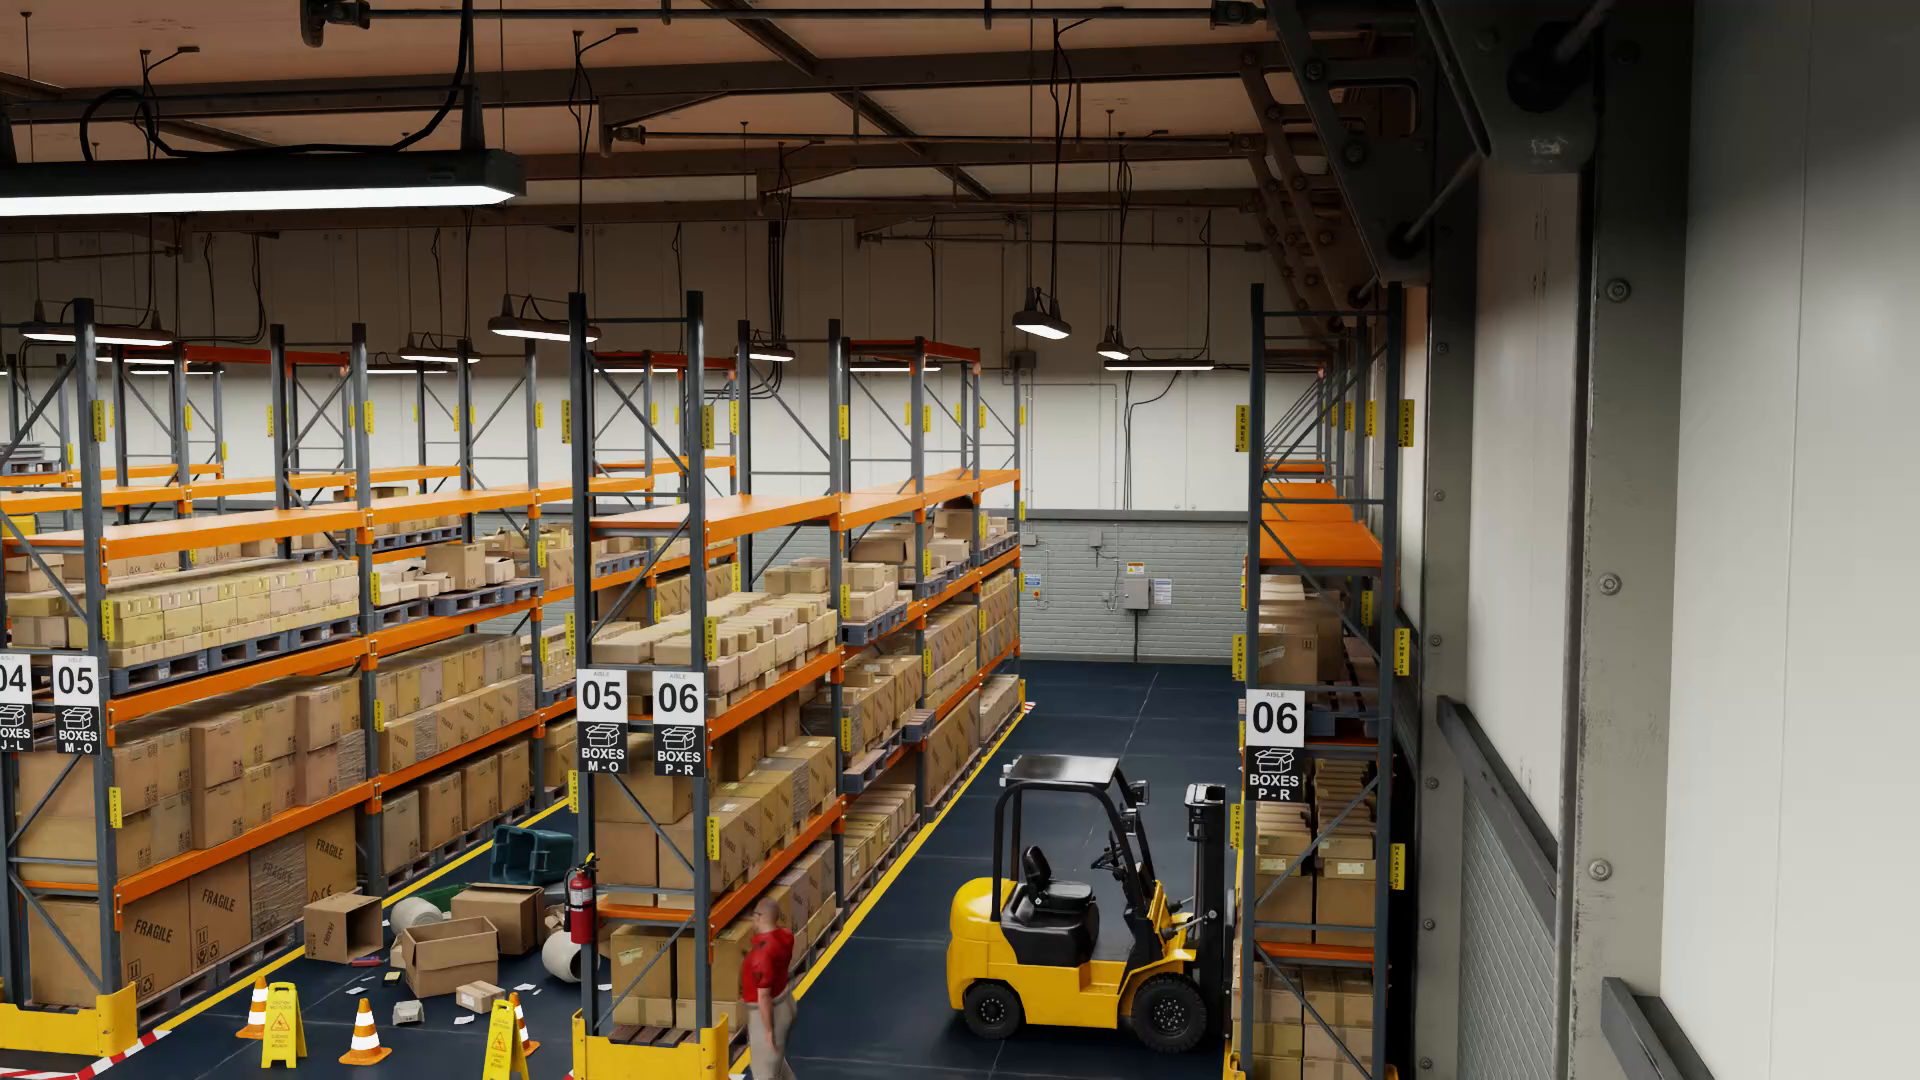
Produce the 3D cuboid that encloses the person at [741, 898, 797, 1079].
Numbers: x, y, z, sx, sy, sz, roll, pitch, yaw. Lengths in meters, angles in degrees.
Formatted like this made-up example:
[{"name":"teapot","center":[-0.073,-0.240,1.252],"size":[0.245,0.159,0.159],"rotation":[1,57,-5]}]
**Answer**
[{"name":"person","center":[-1.314,3.360,11.660],"size":[0.426,1.752,0.619],"rotation":[1,5,11]}]
